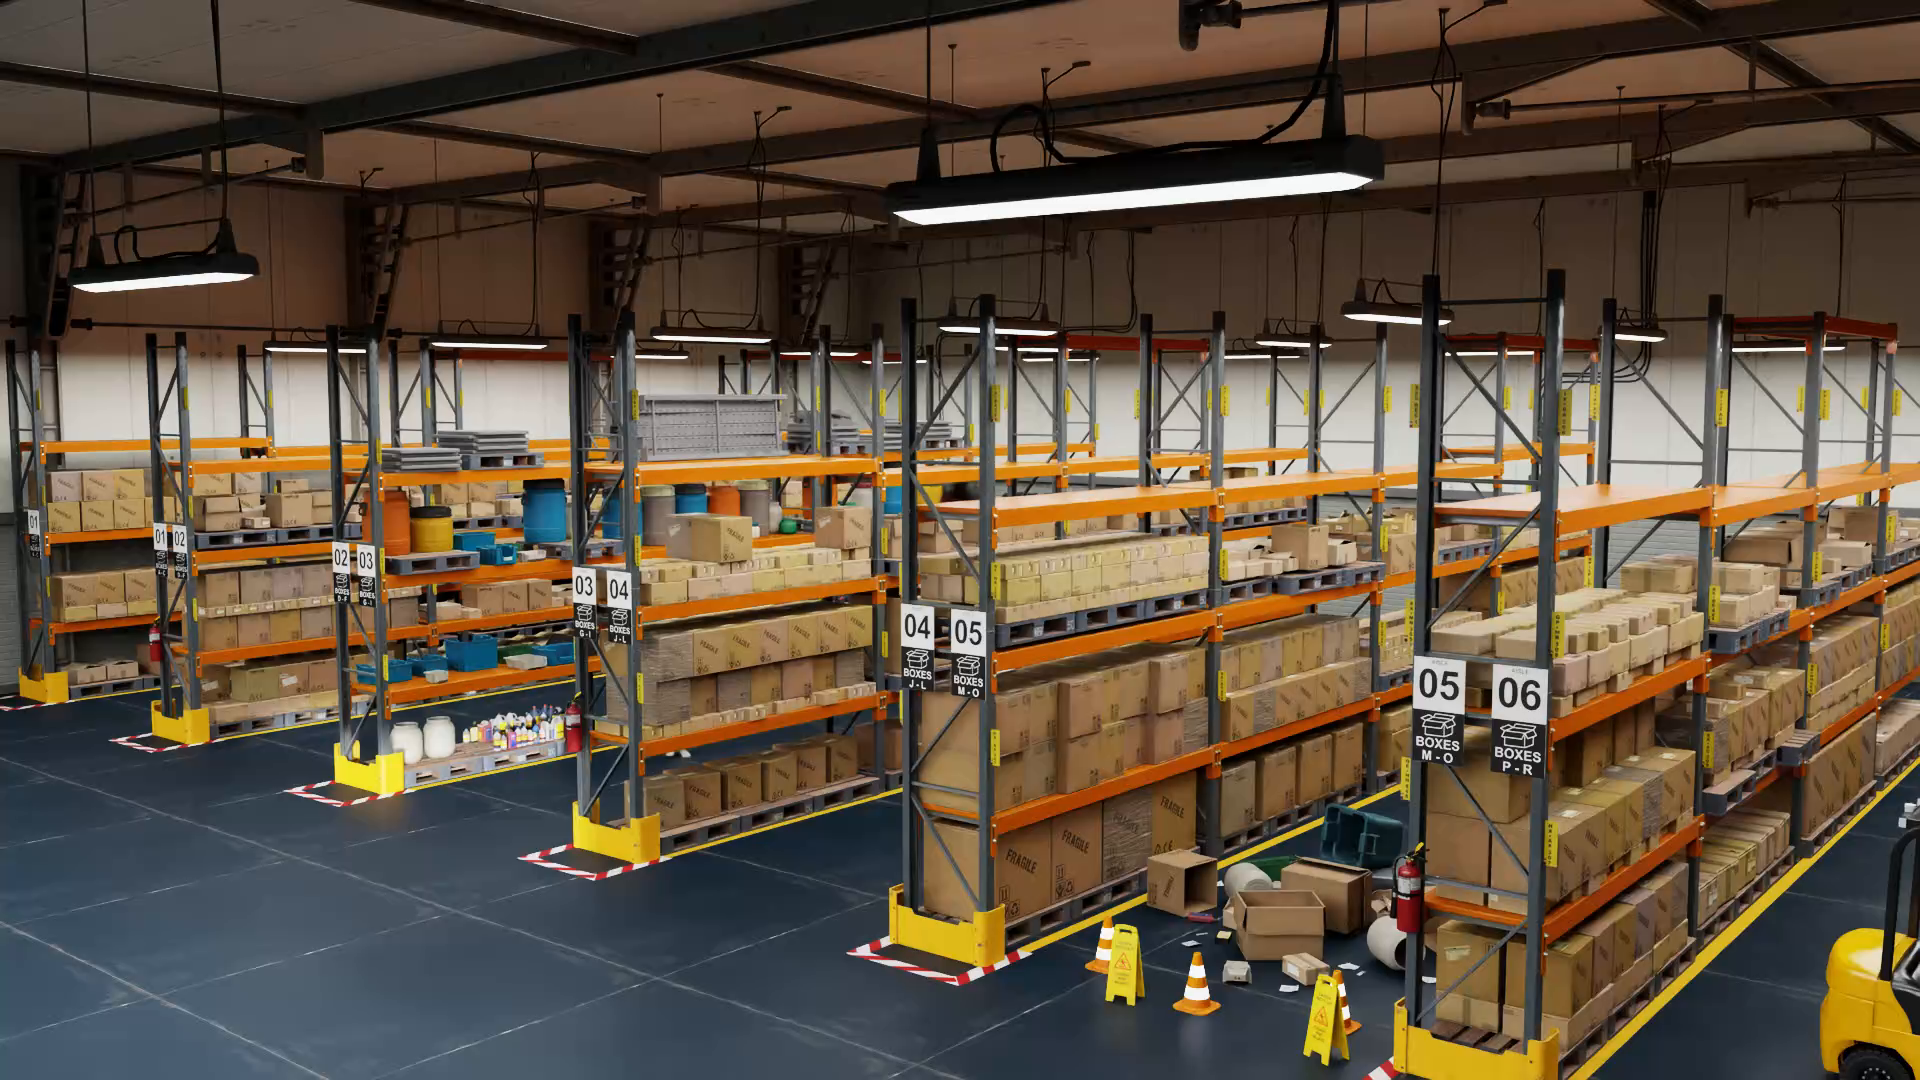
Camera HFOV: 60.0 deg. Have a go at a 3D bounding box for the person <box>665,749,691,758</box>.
[{"bbox_3d":[-4.060,2.230,23.402,0.507,1.709,0.482,5,7,45],"label":"person"}]

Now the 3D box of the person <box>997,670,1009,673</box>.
[{"bbox_3d":[0.416,2.269,21.036,0.452,1.803,0.631,2,6,21],"label":"person"}]
